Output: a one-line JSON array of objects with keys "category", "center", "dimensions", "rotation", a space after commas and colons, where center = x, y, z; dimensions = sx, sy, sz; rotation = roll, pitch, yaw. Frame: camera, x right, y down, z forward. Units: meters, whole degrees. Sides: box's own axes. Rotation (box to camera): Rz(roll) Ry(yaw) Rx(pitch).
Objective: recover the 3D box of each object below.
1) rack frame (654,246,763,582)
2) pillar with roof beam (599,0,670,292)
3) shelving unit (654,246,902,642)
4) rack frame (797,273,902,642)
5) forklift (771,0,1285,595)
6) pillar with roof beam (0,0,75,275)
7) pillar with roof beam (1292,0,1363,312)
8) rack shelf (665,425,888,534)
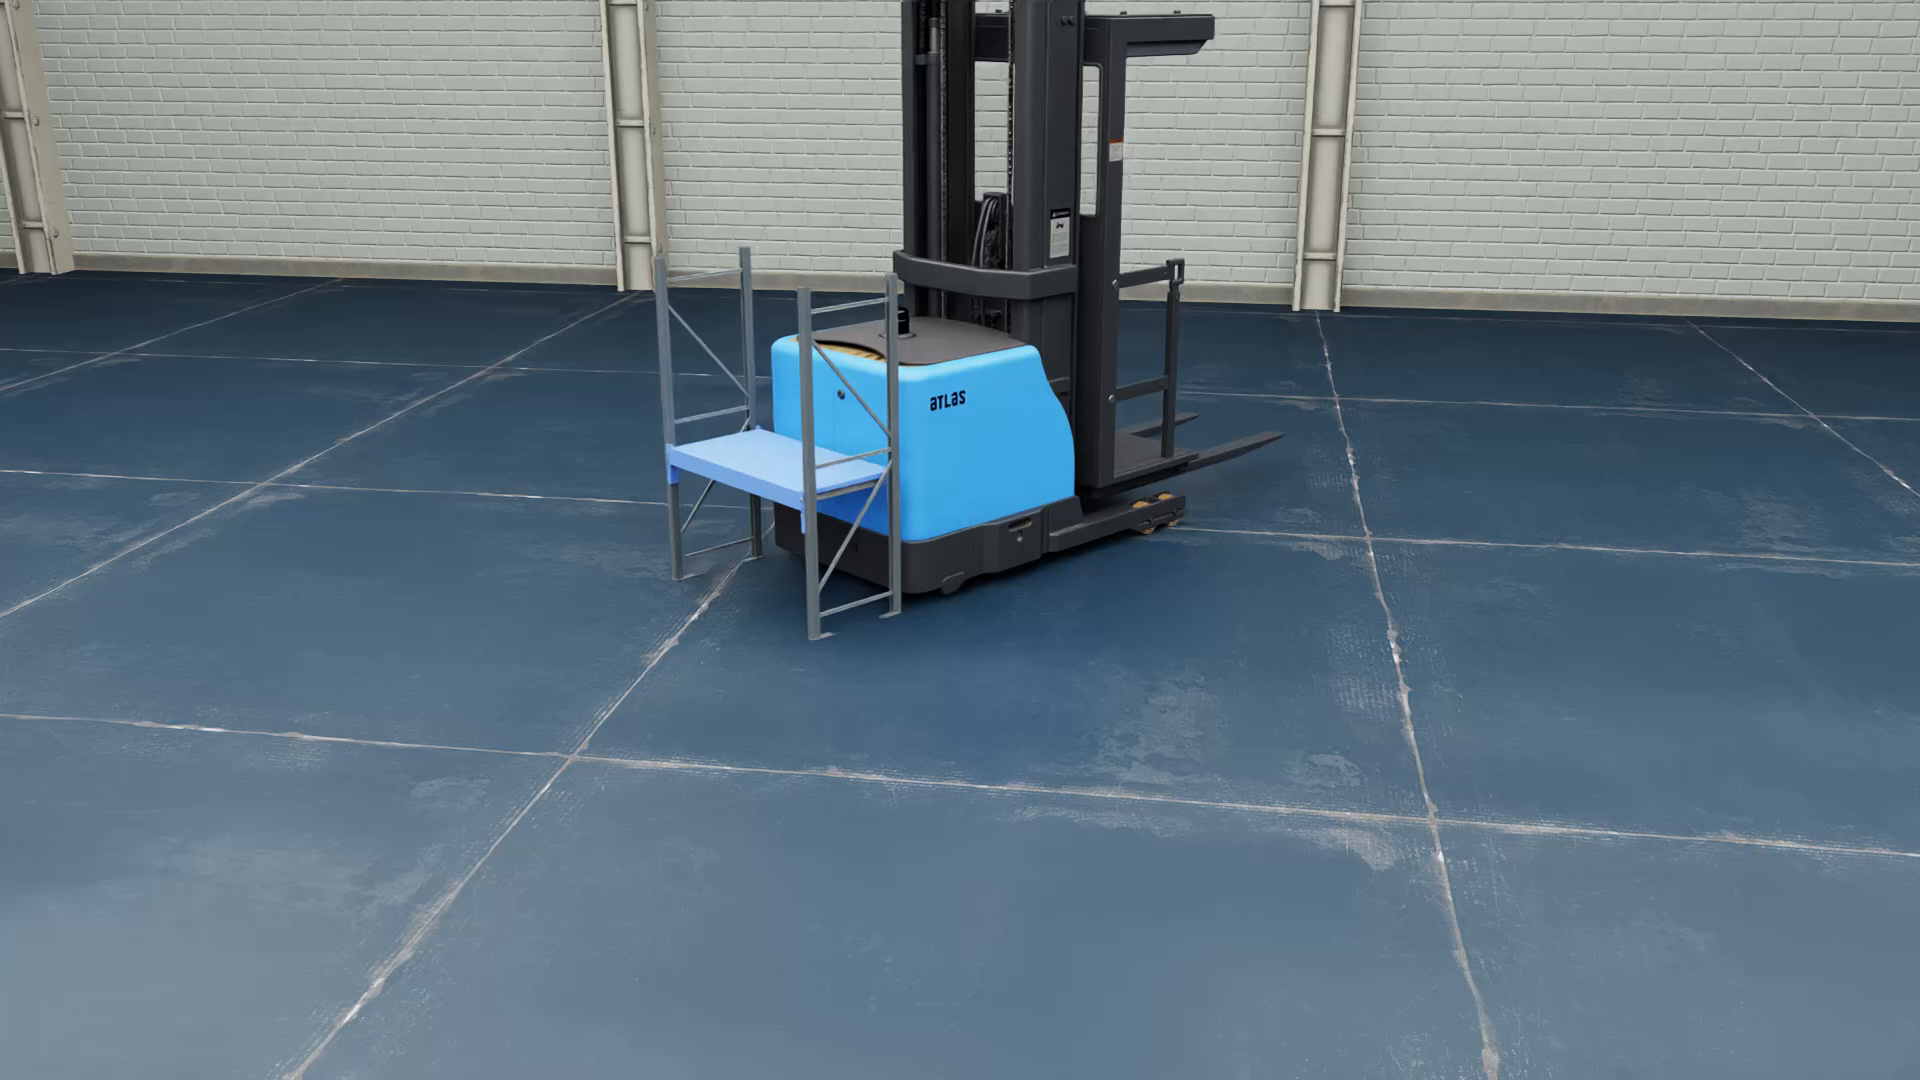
[{"category": "rack frame", "center": [-1.146, -0.572, 7.649], "dimensions": [0.500, 1.500, 0.032], "rotation": [-17, 25, -40]}, {"category": "pillar with roof beam", "center": [-3.560, -5.210, 9.692], "dimensions": [0.400, 9.000, 9.100], "rotation": [3, 19, 9]}, {"category": "shelving unit", "center": [-0.798, -0.455, 7.298], "dimensions": [0.538, 1.500, 1.048], "rotation": [-17, 25, -40]}, {"category": "rack frame", "center": [-0.450, -0.337, 6.946], "dimensions": [0.500, 1.500, 0.032], "rotation": [-17, 25, -40]}, {"category": "forklift", "center": [0.517, -1.523, 8.236], "dimensions": [3.031, 2.935, 1.130], "rotation": [-17, 25, -41]}, {"category": "pillar with roof beam", "center": [-9.484, -5.512, 10.594], "dimensions": [0.400, 9.000, 9.100], "rotation": [3, 19, 9]}, {"category": "pillar with roof beam", "center": [2.364, -4.908, 8.789], "dimensions": [0.400, 9.000, 9.100], "rotation": [3, 19, 9]}, {"category": "rack shelf", "center": [-0.798, -0.284, 7.355], "dimensions": [0.538, 0.185, 1.000], "rotation": [-17, 25, -40]}]
